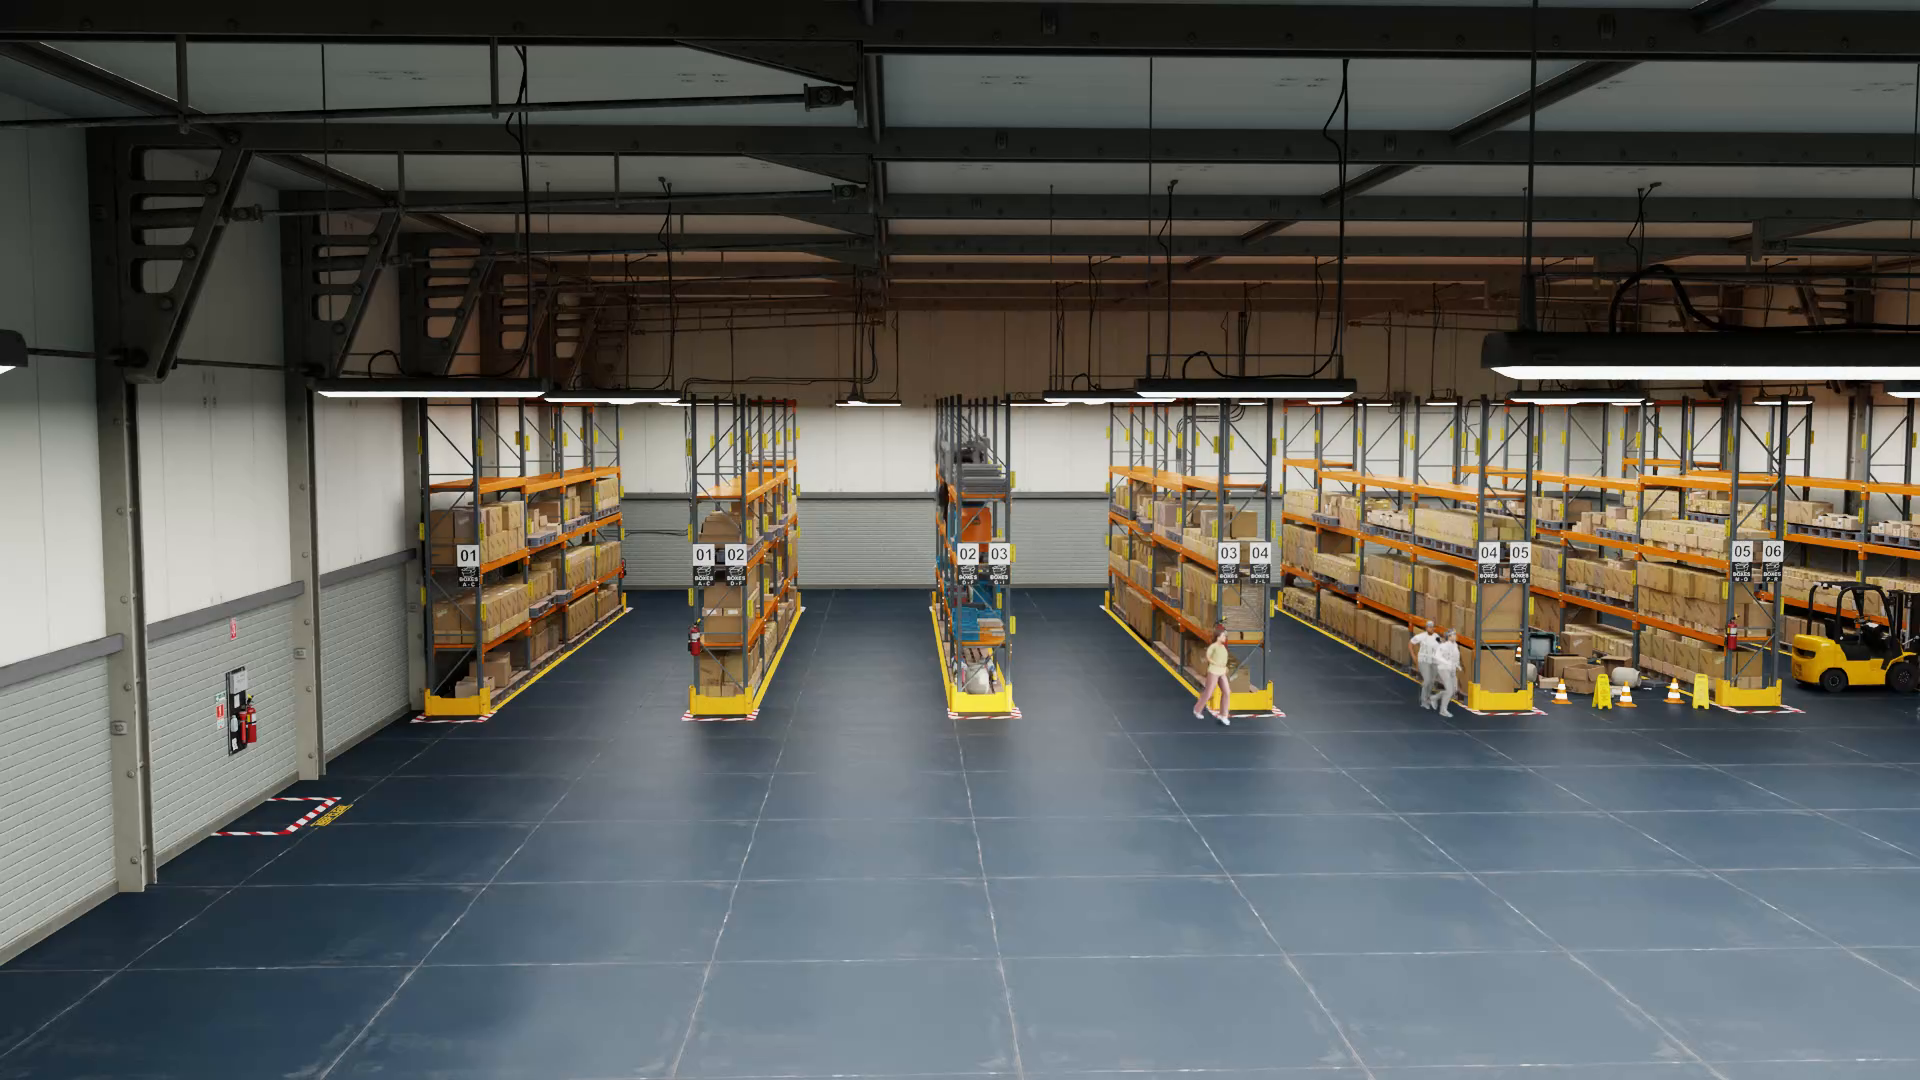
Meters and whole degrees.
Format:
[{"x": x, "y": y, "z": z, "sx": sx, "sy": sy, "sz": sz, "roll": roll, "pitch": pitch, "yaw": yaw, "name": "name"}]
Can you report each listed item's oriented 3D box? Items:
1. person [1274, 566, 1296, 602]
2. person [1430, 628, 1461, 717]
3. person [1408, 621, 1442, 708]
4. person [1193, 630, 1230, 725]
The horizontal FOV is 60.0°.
[{"x": 9.710, "y": 1.010, "z": 49.090, "sx": 0.890, "sy": 1.704, "sz": 0.773, "roll": 1, "pitch": 5, "yaw": 10, "name": "person"}, {"x": 9.146, "y": 2.459, "z": 31.239, "sx": 0.650, "sy": 1.653, "sz": 0.606, "roll": -3, "pitch": 5, "yaw": -35, "name": "person"}, {"x": 9.019, "y": 2.403, "z": 32.027, "sx": 0.629, "sy": 1.711, "sz": 0.645, "roll": -1, "pitch": 5, "yaw": -13, "name": "person"}, {"x": 4.732, "y": 2.486, "z": 30.510, "sx": 0.633, "sy": 1.694, "sz": 0.795, "roll": -4, "pitch": 6, "yaw": -42, "name": "person"}]
